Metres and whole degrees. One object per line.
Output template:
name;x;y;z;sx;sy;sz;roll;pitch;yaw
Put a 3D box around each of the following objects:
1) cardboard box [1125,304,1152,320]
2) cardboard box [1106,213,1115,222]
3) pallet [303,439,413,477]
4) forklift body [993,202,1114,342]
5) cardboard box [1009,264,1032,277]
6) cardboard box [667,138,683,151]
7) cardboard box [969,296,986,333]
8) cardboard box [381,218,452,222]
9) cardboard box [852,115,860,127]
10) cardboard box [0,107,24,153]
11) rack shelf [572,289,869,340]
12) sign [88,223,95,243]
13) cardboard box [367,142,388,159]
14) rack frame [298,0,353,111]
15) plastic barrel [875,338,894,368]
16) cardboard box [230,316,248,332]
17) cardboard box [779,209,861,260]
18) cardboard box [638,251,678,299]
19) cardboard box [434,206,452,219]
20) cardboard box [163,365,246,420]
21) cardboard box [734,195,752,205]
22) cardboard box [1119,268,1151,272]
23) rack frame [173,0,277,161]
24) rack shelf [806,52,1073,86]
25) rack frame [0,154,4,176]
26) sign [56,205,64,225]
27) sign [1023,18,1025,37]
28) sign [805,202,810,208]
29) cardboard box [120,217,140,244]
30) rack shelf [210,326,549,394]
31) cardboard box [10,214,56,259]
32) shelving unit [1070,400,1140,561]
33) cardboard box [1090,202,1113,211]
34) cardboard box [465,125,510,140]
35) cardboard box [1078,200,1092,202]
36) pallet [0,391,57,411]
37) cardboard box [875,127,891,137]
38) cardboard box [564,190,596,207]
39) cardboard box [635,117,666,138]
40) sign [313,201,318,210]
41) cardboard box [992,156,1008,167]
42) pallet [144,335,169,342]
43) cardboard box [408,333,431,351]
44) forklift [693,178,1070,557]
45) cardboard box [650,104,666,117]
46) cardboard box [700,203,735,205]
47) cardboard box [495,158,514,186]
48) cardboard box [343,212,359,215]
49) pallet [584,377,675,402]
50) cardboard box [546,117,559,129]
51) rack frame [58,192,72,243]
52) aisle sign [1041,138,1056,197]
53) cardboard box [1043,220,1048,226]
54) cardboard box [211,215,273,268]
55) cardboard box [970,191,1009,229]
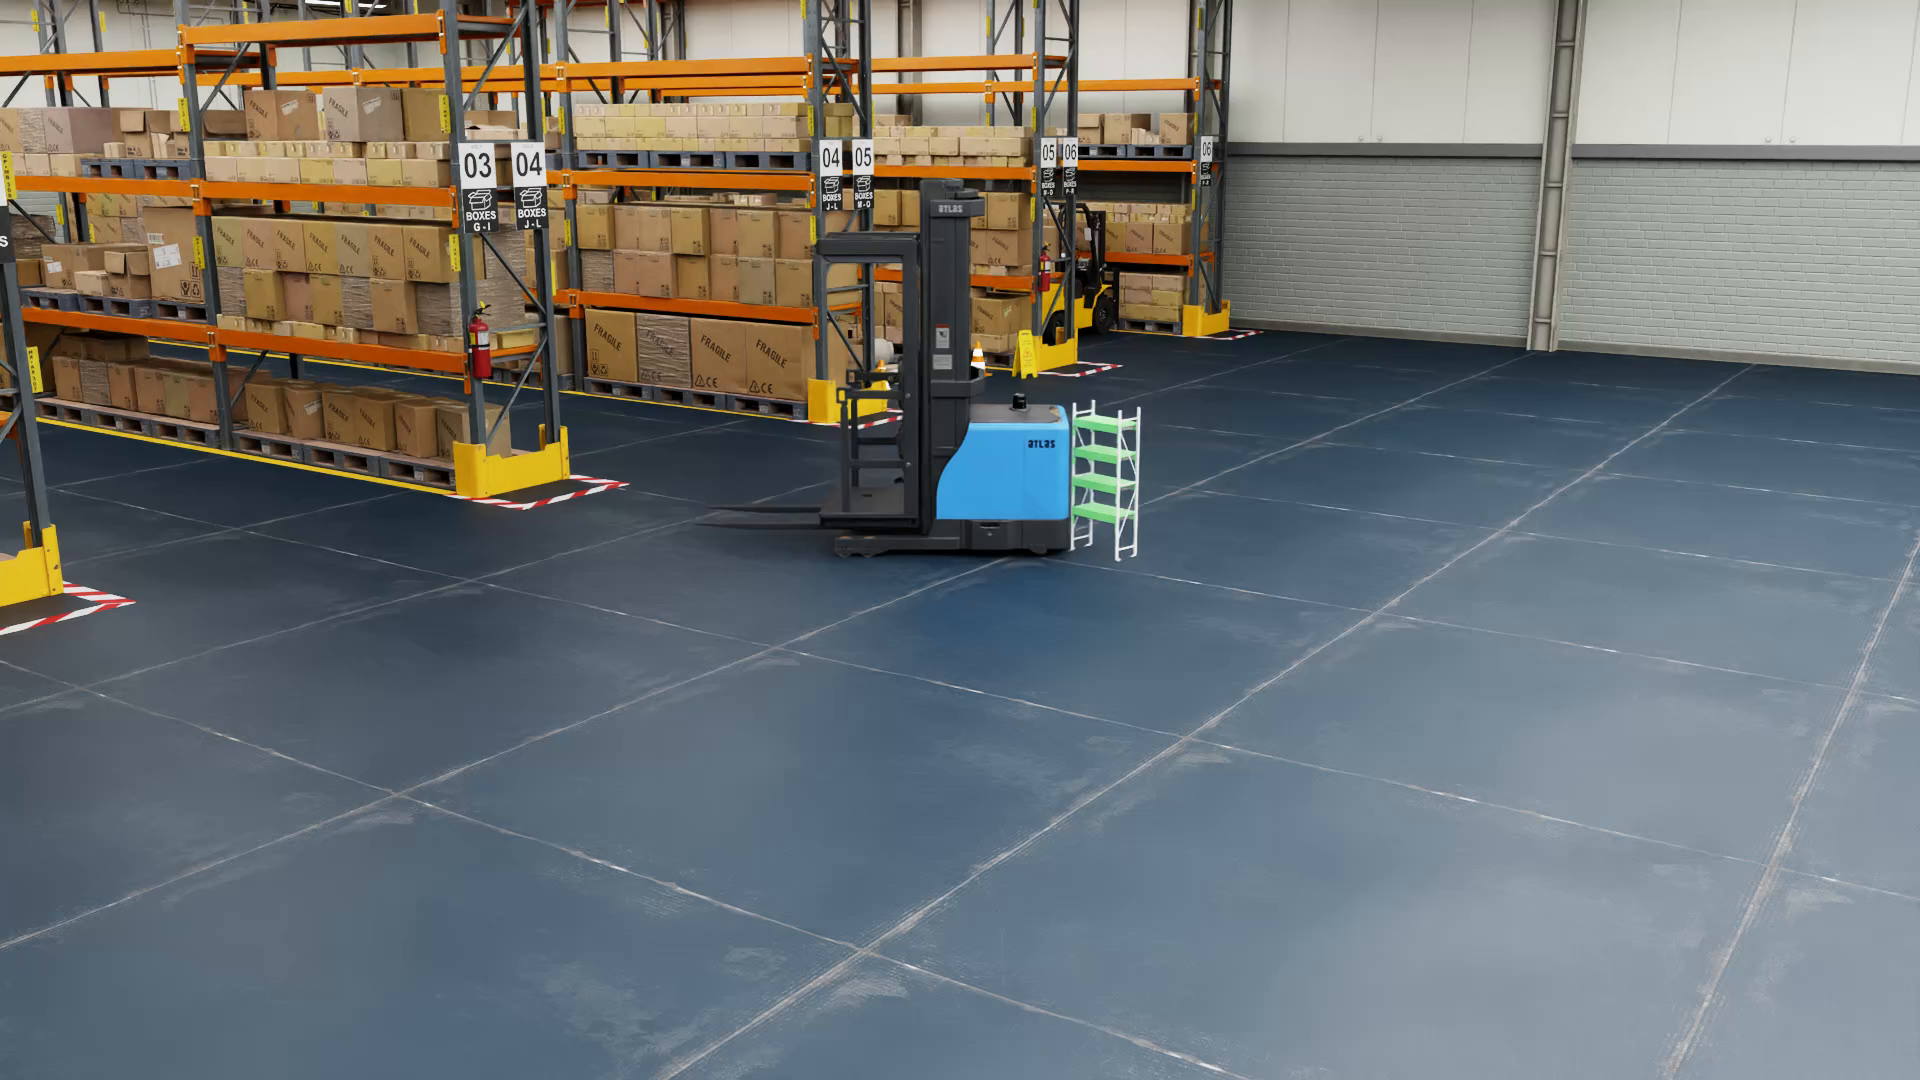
cardboard box;3.122;-3.869;28.060;0.500;0.250;0.500;9;17;33
cardboard box;2.574;-5.453;28.050;0.250;0.149;0.380;9;17;33
pallet;-5.928;-0.902;17.027;1.213;0.211;1.003;9;17;33
forklift body;1.504;-4.410;27.163;1.214;2.155;2.313;9;17;33
cardboard box;0.899;-3.827;23.563;0.250;0.149;0.380;10;17;35
cardboard box;-3.295;-4.743;19.940;0.250;0.149;0.380;9;17;34
cardboard box;0.083;-3.299;24.197;0.500;0.500;0.500;10;17;35
cardboard box;-5.333;-2.907;16.417;0.500;0.500;0.500;9;17;33
cardboard box;-1.603;-7.568;30.620;0.500;0.500;0.700;9;16;32
cardboard box;-10.594;-4.671;18.960;0.500;0.500;0.500;9;17;33
rack shelf;-3.010;-2.860;20.631;4.000;0.370;1.077;9;17;33
sign;-10.545;-3.671;20.167;0.005;0.325;0.100;9;17;33
cardboard box;-5.267;-3.619;15.442;0.250;0.149;0.380;9;17;33
rack frame;-11.948;-8.999;31.450;0.127;3.000;1.000;9;17;33
plastic barrel;-1.230;-2.666;23.712;0.512;0.421;0.421;-4;14;-16
cardboard box;-7.311;-2.255;17.213;0.250;0.149;0.380;9;17;33
cardboard box;-1.636;-3.595;19.545;0.550;0.550;0.875;9;17;33
cardboard box;-3.505;-3.338;20.753;0.550;0.550;0.875;9;17;33
cardboard box;-6.774;-4.350;22.863;0.500;0.500;0.700;9;16;32
cardboard box;-8.404;-1.656;18.559;0.500;0.500;0.700;9;17;32
cardboard box;-3.319;-5.328;26.054;0.250;0.149;0.380;8;16;30
cardboard box;2.977;-4.524;28.623;0.500;0.250;0.500;9;17;32
rack frame;-7.521;-5.414;16.967;0.127;3.000;1.000;9;17;33
rack shelf;-0.331;-6.771;23.952;4.000;0.370;1.077;9;17;33
rack frame;-6.966;-3.890;10.810;0.127;3.000;1.000;9;17;33
sign;-14.929;-5.399;27.588;0.005;0.325;0.100;9;17;33
sign;1.107;-9.018;29.251;0.005;0.325;0.100;9;17;33
sign;-2.297;-4.929;25.082;0.005;0.325;0.100;9;17;33
cardboard box;-13.124;-4.962;26.799;0.500;0.500;0.500;9;16;31
rack shelf;-5.862;-1.884;16.691;4.000;0.370;1.077;9;17;33
cardboard box;-11.438;-3.675;20.131;0.637;0.503;0.797;10;17;35
shelving unit;1.156;-0.482;13.274;0.258;1.200;0.503;-12;18;-41
cardboard box;2.405;-5.650;28.228;0.250;0.149;0.380;9;17;34
cardboard box;-6.246;-5.334;21.988;0.500;0.311;0.500;8;16;31
cardboard box;2.255;-5.815;28.895;0.250;0.149;0.380;9;16;32
pallet;-11.452;-1.806;20.678;1.213;0.211;1.003;9;17;33
cardboard box;-1.028;-5.962;24.285;0.250;0.149;0.380;9;16;31
cardboard box;-6.315;-5.633;28.045;0.500;0.500;0.500;10;17;34
cardboard box;-3.581;-5.001;20.152;0.500;0.250;0.500;9;16;32
sign;-12.262;-6.436;31.613;0.005;0.325;0.100;9;17;33
cardboard box;0.652;-5.294;23.249;0.250;0.149;0.380;9;17;33
pallet;-12.901;-3.443;27.293;1.213;0.211;1.003;9;17;33
cardboard box;-4.997;-1.898;15.769;0.250;0.149;0.380;9;17;33
forklift;-0.635;-1.412;13.428;3.031;2.935;1.130;0;14;1
cardboard box;-3.500;-5.164;19.980;0.250;0.149;0.380;9;17;33
cardboard box;-3.774;-5.098;26.472;0.500;0.500;0.500;8;16;31
cardboard box;-4.458;-3.465;15.647;0.500;0.250;0.500;10;17;34
cardboard box;-11.274;-5.952;31.416;0.500;0.500;0.500;9;16;32
pallet;-4.082;-2.006;21.488;1.213;0.211;1.003;9;17;33
cardboard box;-6.934;-6.901;28.135;0.500;0.500;0.500;9;17;33
rack frame;-14.627;-5.087;28.129;0.127;3.000;1.000;9;17;33
aisle sign;1.218;-5.137;22.923;0.004;0.787;0.394;9;17;33
cardboard box;1.441;-5.338;28.938;0.500;0.500;0.500;10;17;34
cardboard box;-7.290;-3.069;17.071;0.500;0.500;0.500;9;17;33
cardboard box;0.367;-4.714;23.716;0.500;0.500;0.700;9;17;33
